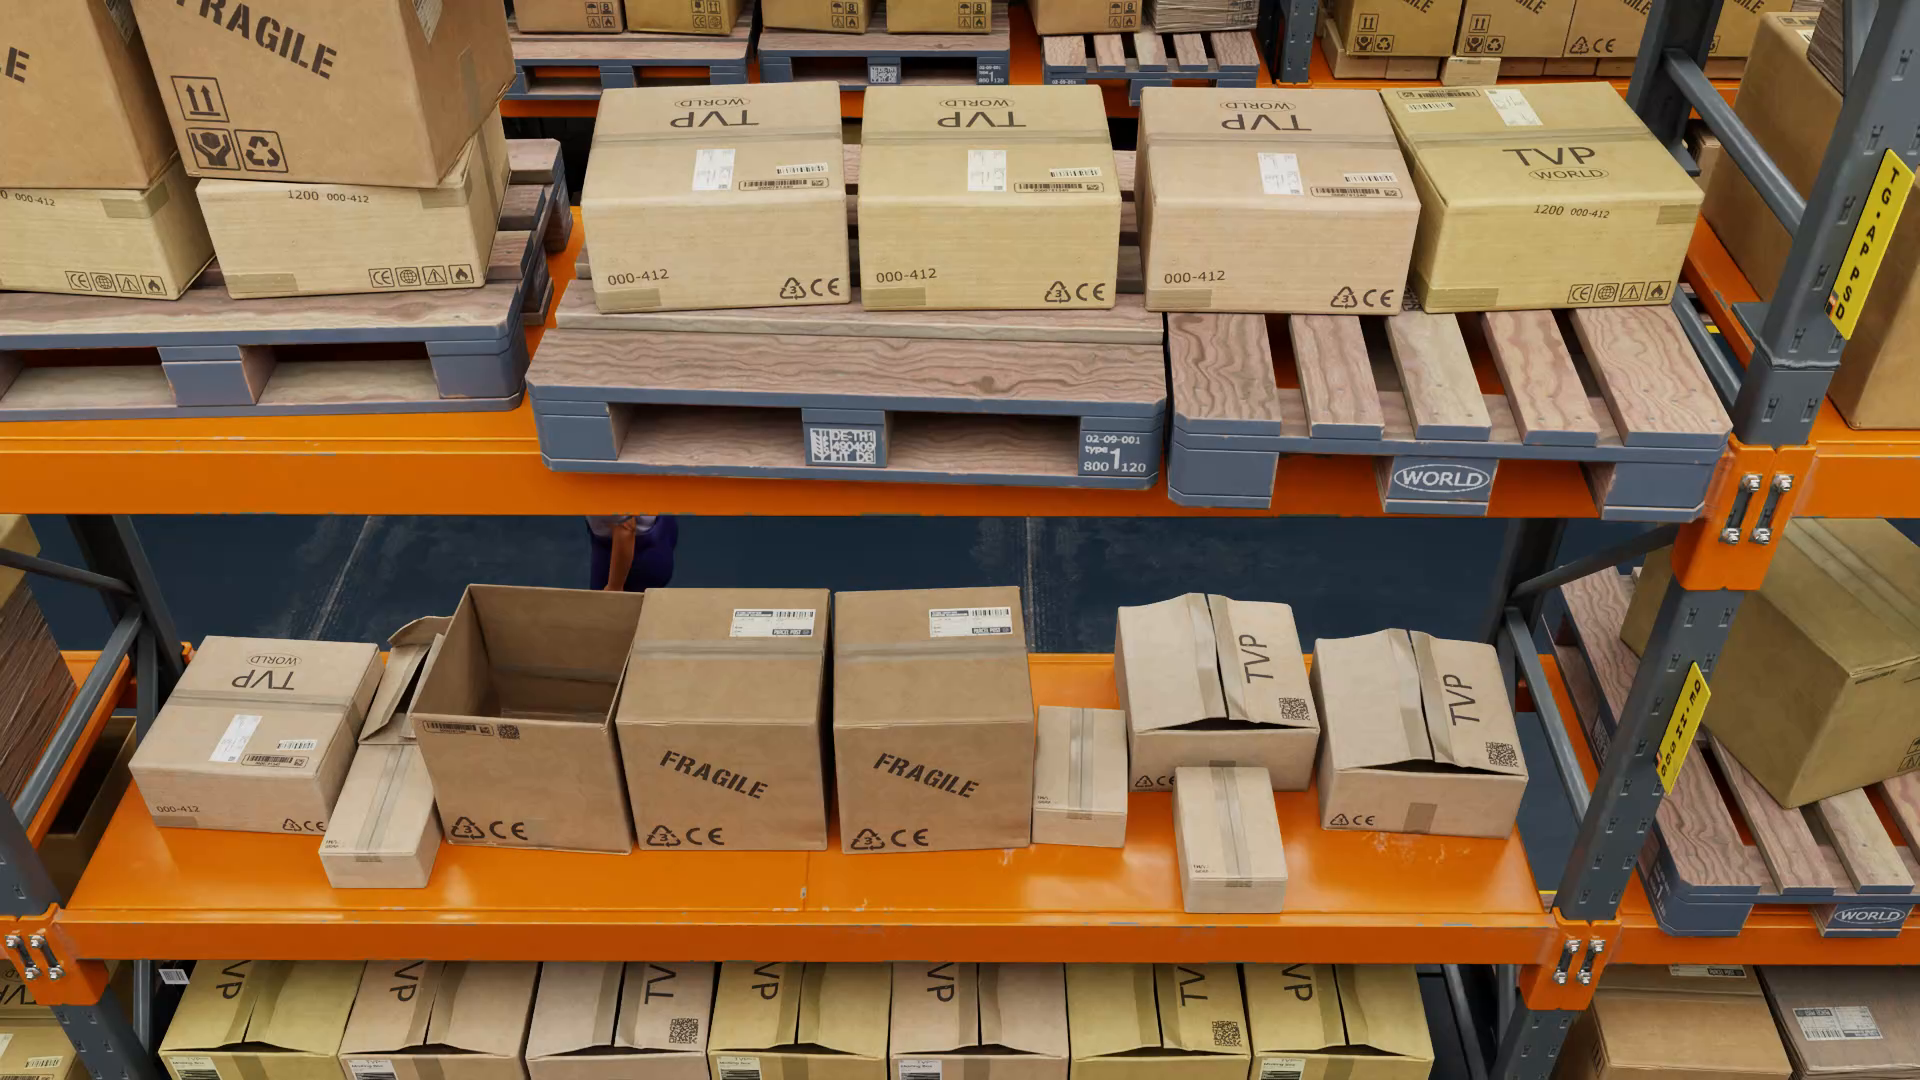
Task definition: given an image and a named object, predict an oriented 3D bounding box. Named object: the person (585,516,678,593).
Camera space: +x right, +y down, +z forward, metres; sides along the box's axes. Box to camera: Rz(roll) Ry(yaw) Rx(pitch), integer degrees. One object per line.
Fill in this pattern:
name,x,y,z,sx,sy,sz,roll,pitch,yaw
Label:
person,-1.262,0.021,6.138,0.425,1.650,0.549,-2,40,-2
